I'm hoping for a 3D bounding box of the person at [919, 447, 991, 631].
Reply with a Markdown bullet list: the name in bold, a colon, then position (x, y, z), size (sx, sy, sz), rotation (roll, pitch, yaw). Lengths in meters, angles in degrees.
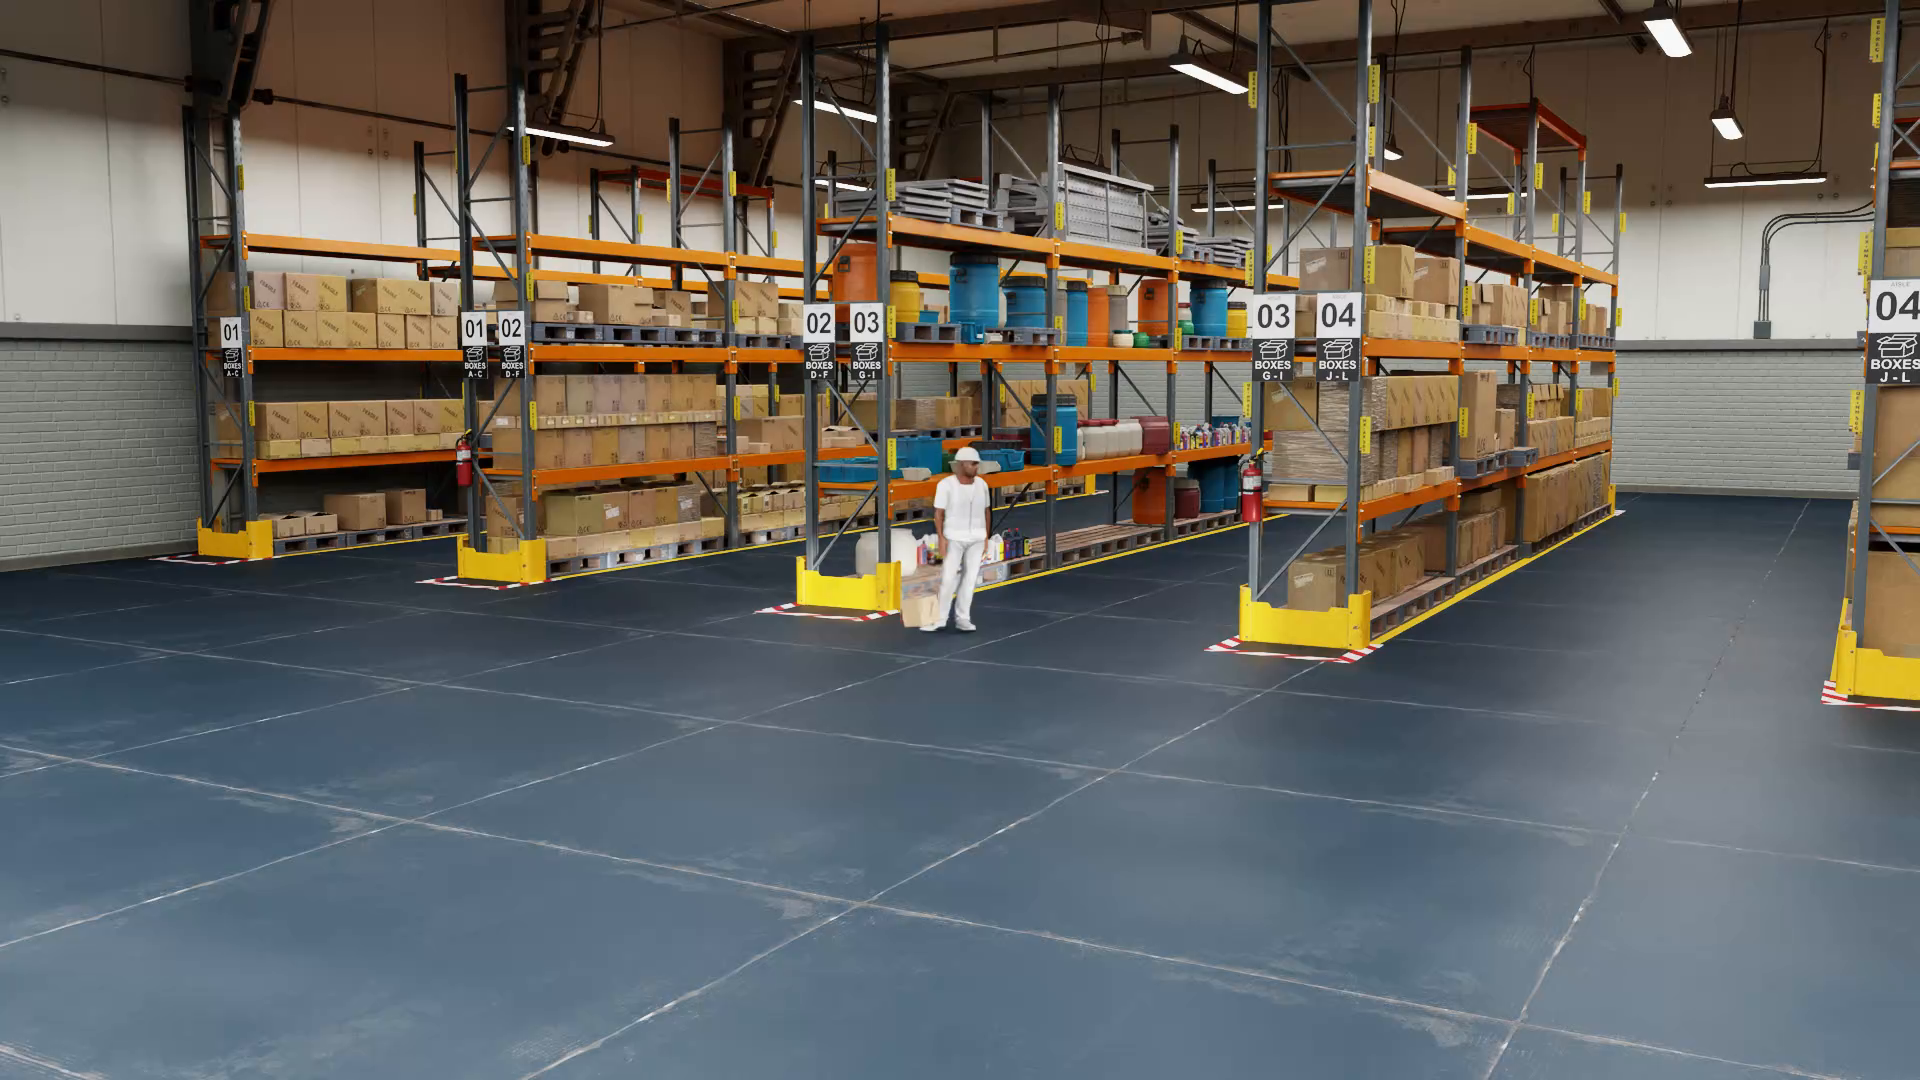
- **person**: position (-0.026, -0.009, 15.935), size (0.703, 1.765, 0.440), rotation (-2, 6, -21)
